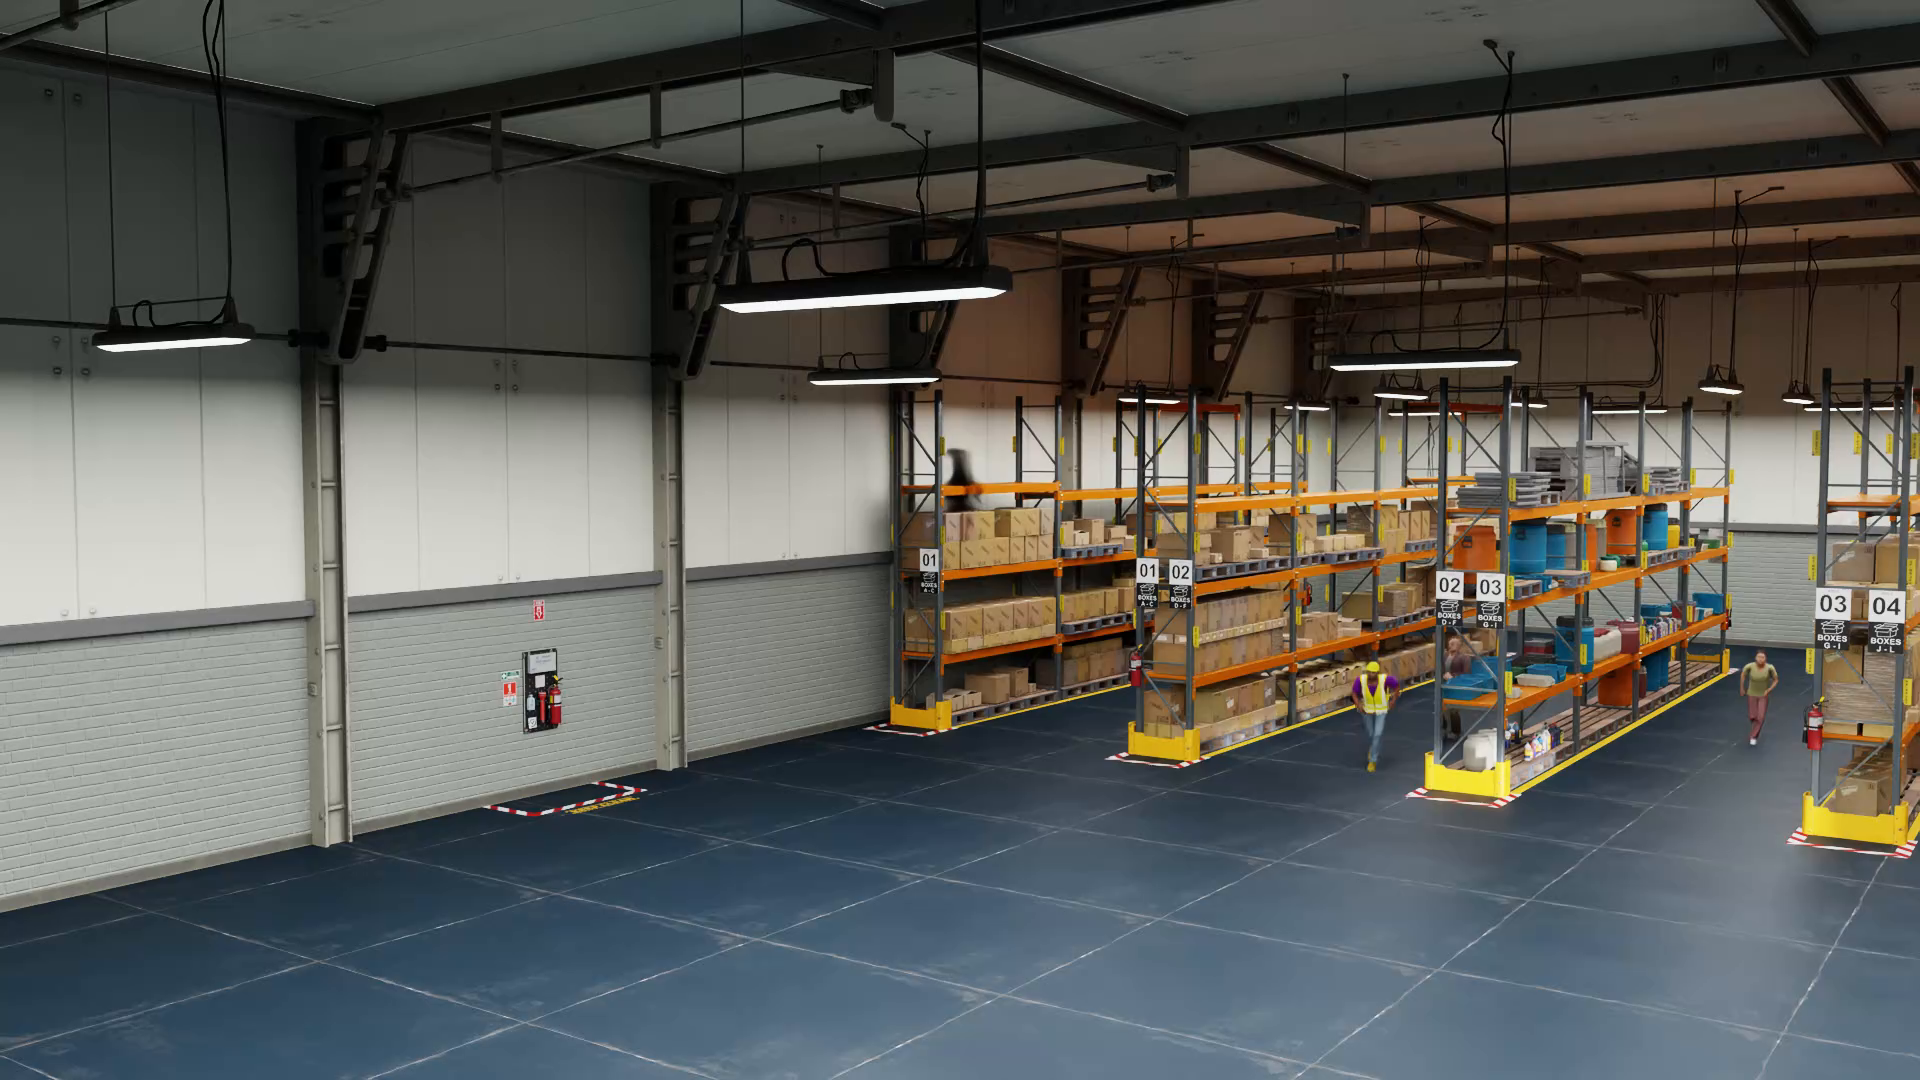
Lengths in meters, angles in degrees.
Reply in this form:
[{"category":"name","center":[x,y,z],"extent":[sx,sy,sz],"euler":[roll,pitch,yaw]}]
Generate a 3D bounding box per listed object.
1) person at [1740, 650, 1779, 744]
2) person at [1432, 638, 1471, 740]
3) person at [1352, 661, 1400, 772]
[{"category":"person","center":[13.473,2.629,28.048],"extent":[0.566,1.604,0.626],"euler":[1,3,19]},{"category":"person","center":[8.330,2.542,28.119],"extent":[0.688,1.773,0.685],"euler":[3,5,45]},{"category":"person","center":[6.494,2.712,25.991],"extent":[0.735,1.718,1.033],"euler":[1,3,14]}]
